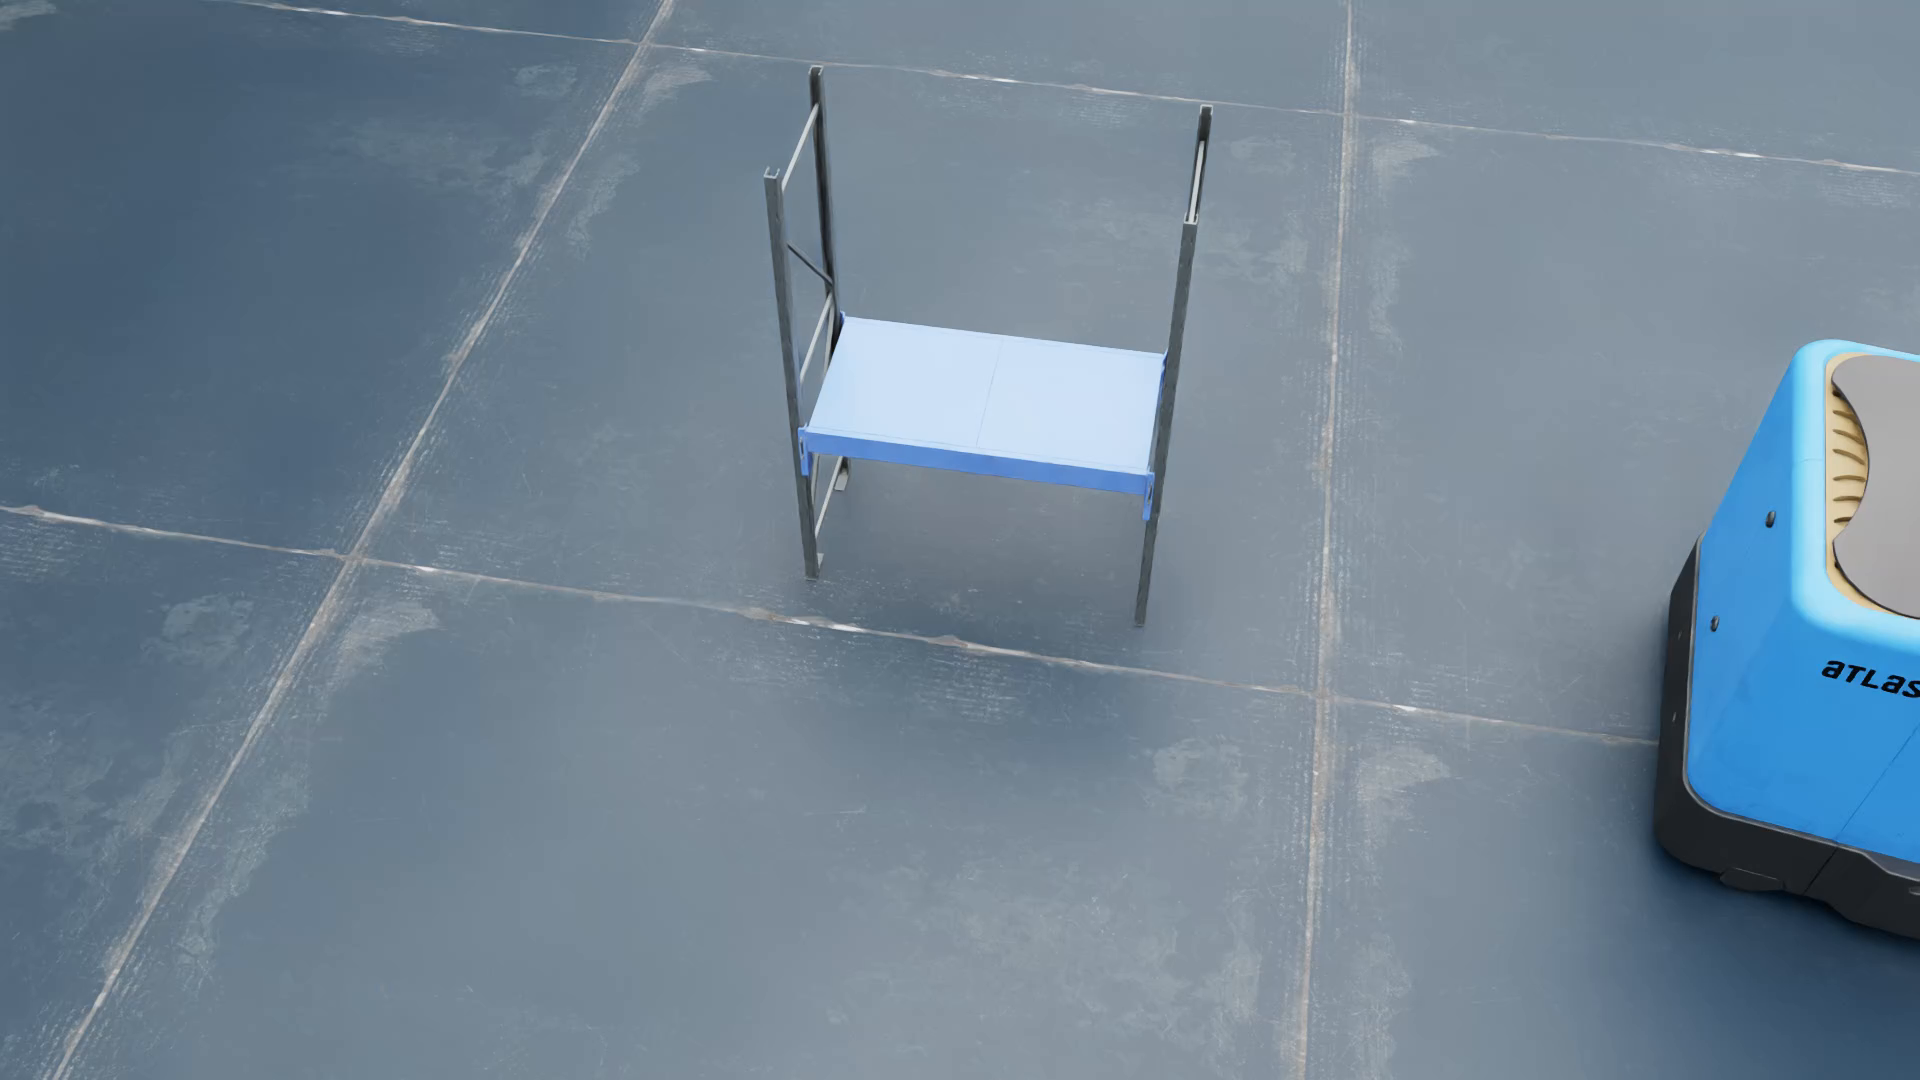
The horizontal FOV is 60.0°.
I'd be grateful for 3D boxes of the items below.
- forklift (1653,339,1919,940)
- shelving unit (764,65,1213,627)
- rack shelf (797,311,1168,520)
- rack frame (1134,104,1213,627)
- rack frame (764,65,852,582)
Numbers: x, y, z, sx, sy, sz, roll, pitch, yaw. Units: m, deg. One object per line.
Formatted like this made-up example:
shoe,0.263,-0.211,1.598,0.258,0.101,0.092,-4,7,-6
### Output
forklift,3.433,-0.101,3.371,3.031,2.935,1.130,14,50,13
shelving unit,0.084,-0.490,4.682,1.048,1.500,0.538,8,49,7
rack shelf,0.084,-0.370,4.816,1.000,0.185,0.538,8,49,7
rack frame,0.584,-0.423,4.622,0.032,1.500,0.500,8,49,7
rack frame,-0.416,-0.557,4.742,0.032,1.500,0.500,8,49,7
